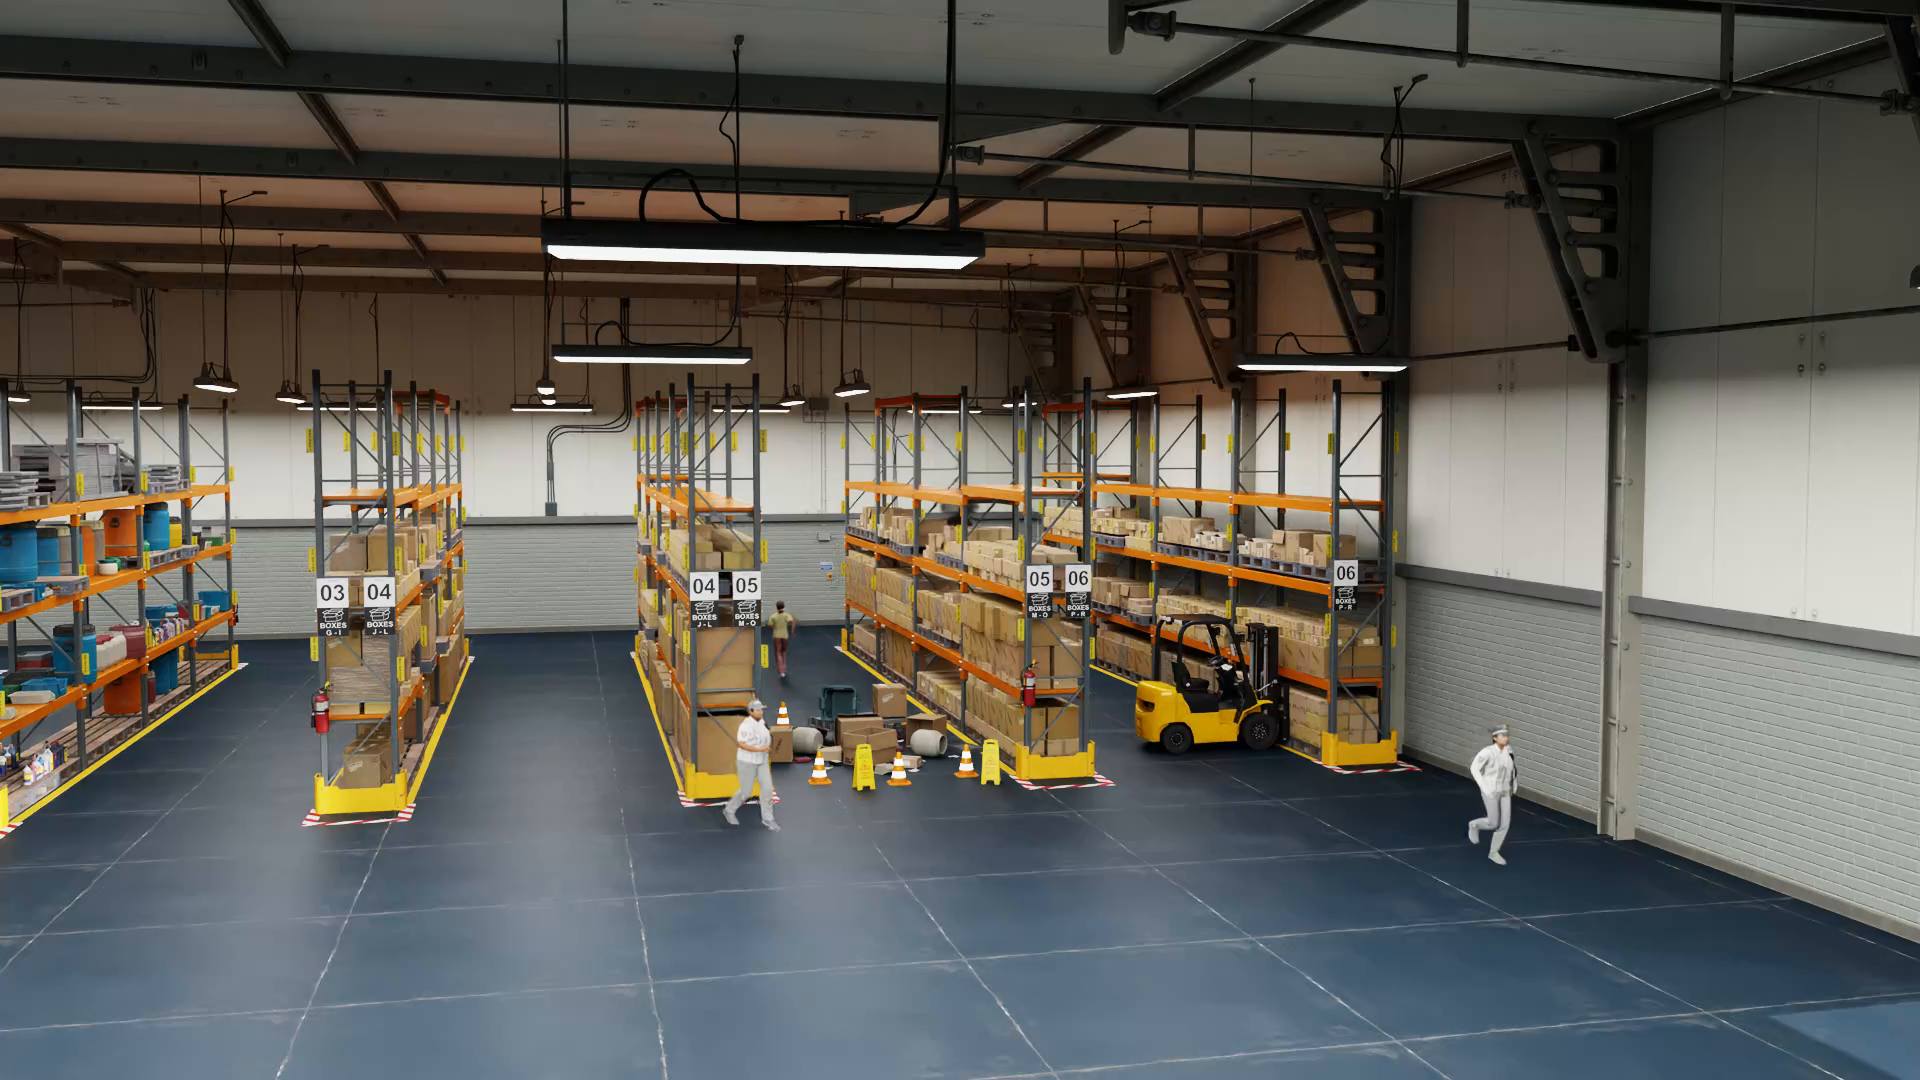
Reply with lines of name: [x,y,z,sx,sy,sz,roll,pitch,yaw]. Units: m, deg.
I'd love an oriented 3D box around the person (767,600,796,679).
person: [-3.789,2.137,35.191,0.548,1.722,0.728,-1,4,-22]

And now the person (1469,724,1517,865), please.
person: [6.444,3.028,20.088,0.641,1.662,0.633,-1,4,-23]

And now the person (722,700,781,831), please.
person: [-2.710,2.924,21.654,0.819,1.706,0.624,2,4,30]
